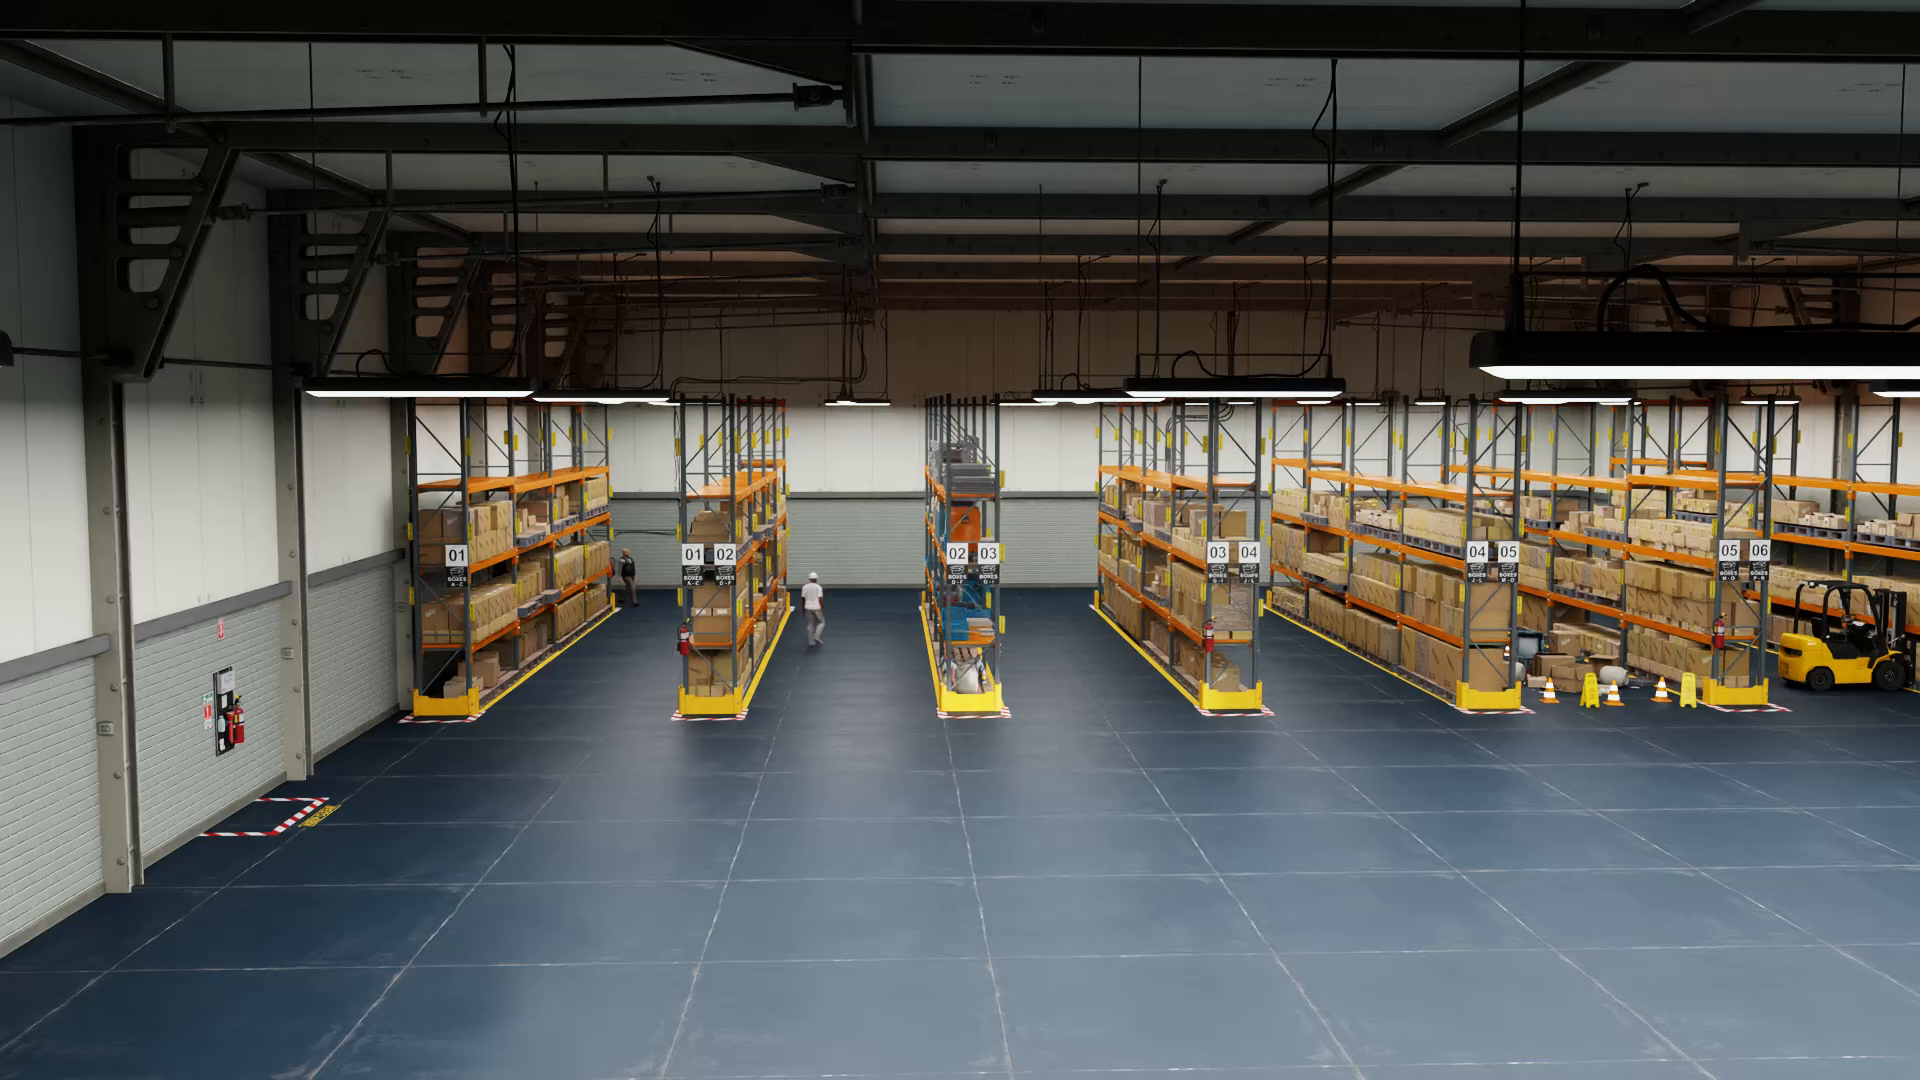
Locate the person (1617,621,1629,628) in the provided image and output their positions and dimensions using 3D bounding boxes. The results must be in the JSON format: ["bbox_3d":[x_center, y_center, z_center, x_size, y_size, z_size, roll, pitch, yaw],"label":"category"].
[{"bbox_3d":[17.282,1.415,43.276,0.609,1.785,0.467,-3,6,-37],"label":"person"}]

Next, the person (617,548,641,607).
[{"bbox_3d":[-9.565,1.080,48.090,0.913,1.686,0.537,2,5,22],"label":"person"}]

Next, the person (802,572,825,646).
[{"bbox_3d":[-3.557,1.670,40.176,0.616,1.767,0.477,2,5,24],"label":"person"}]
